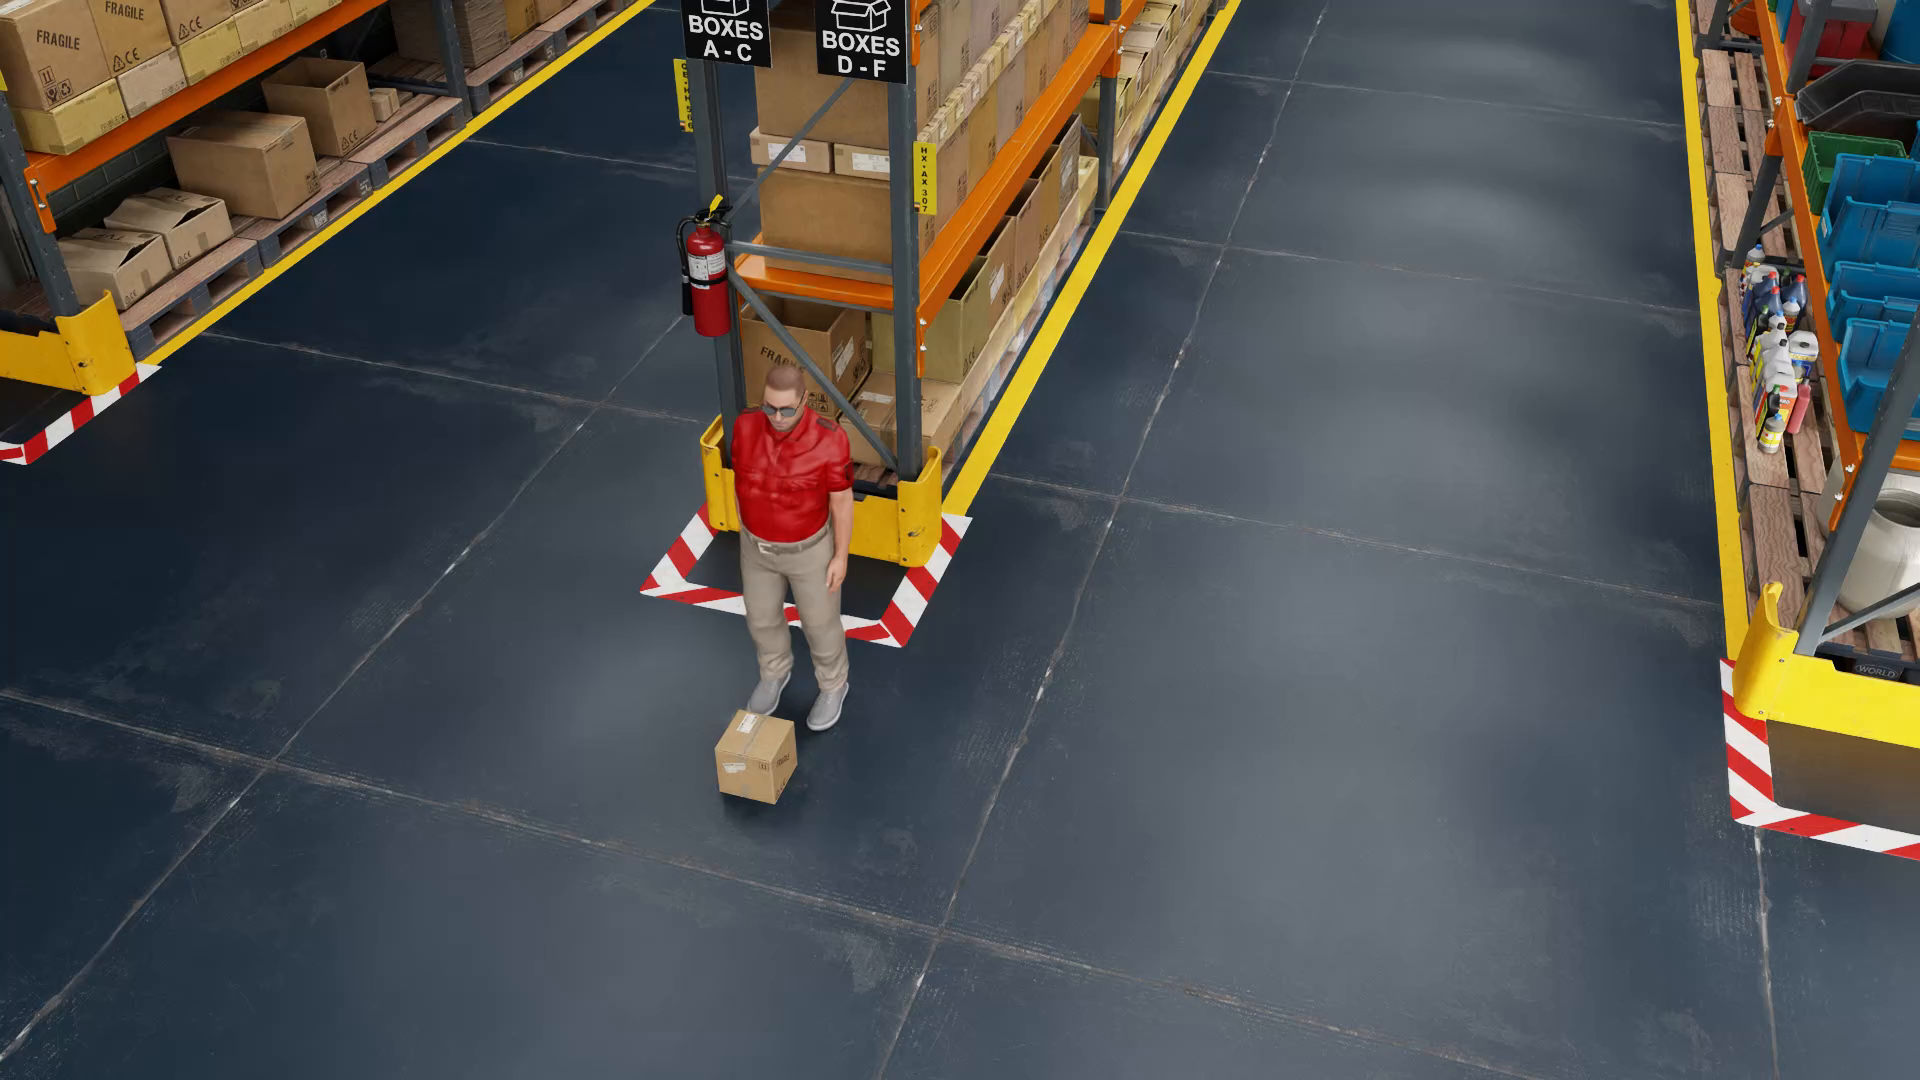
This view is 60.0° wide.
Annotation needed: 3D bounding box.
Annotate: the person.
[{"bbox_3d":[-0.692,0.040,6.861,0.529,1.721,0.354,11,38,15],"label":"person"}]
